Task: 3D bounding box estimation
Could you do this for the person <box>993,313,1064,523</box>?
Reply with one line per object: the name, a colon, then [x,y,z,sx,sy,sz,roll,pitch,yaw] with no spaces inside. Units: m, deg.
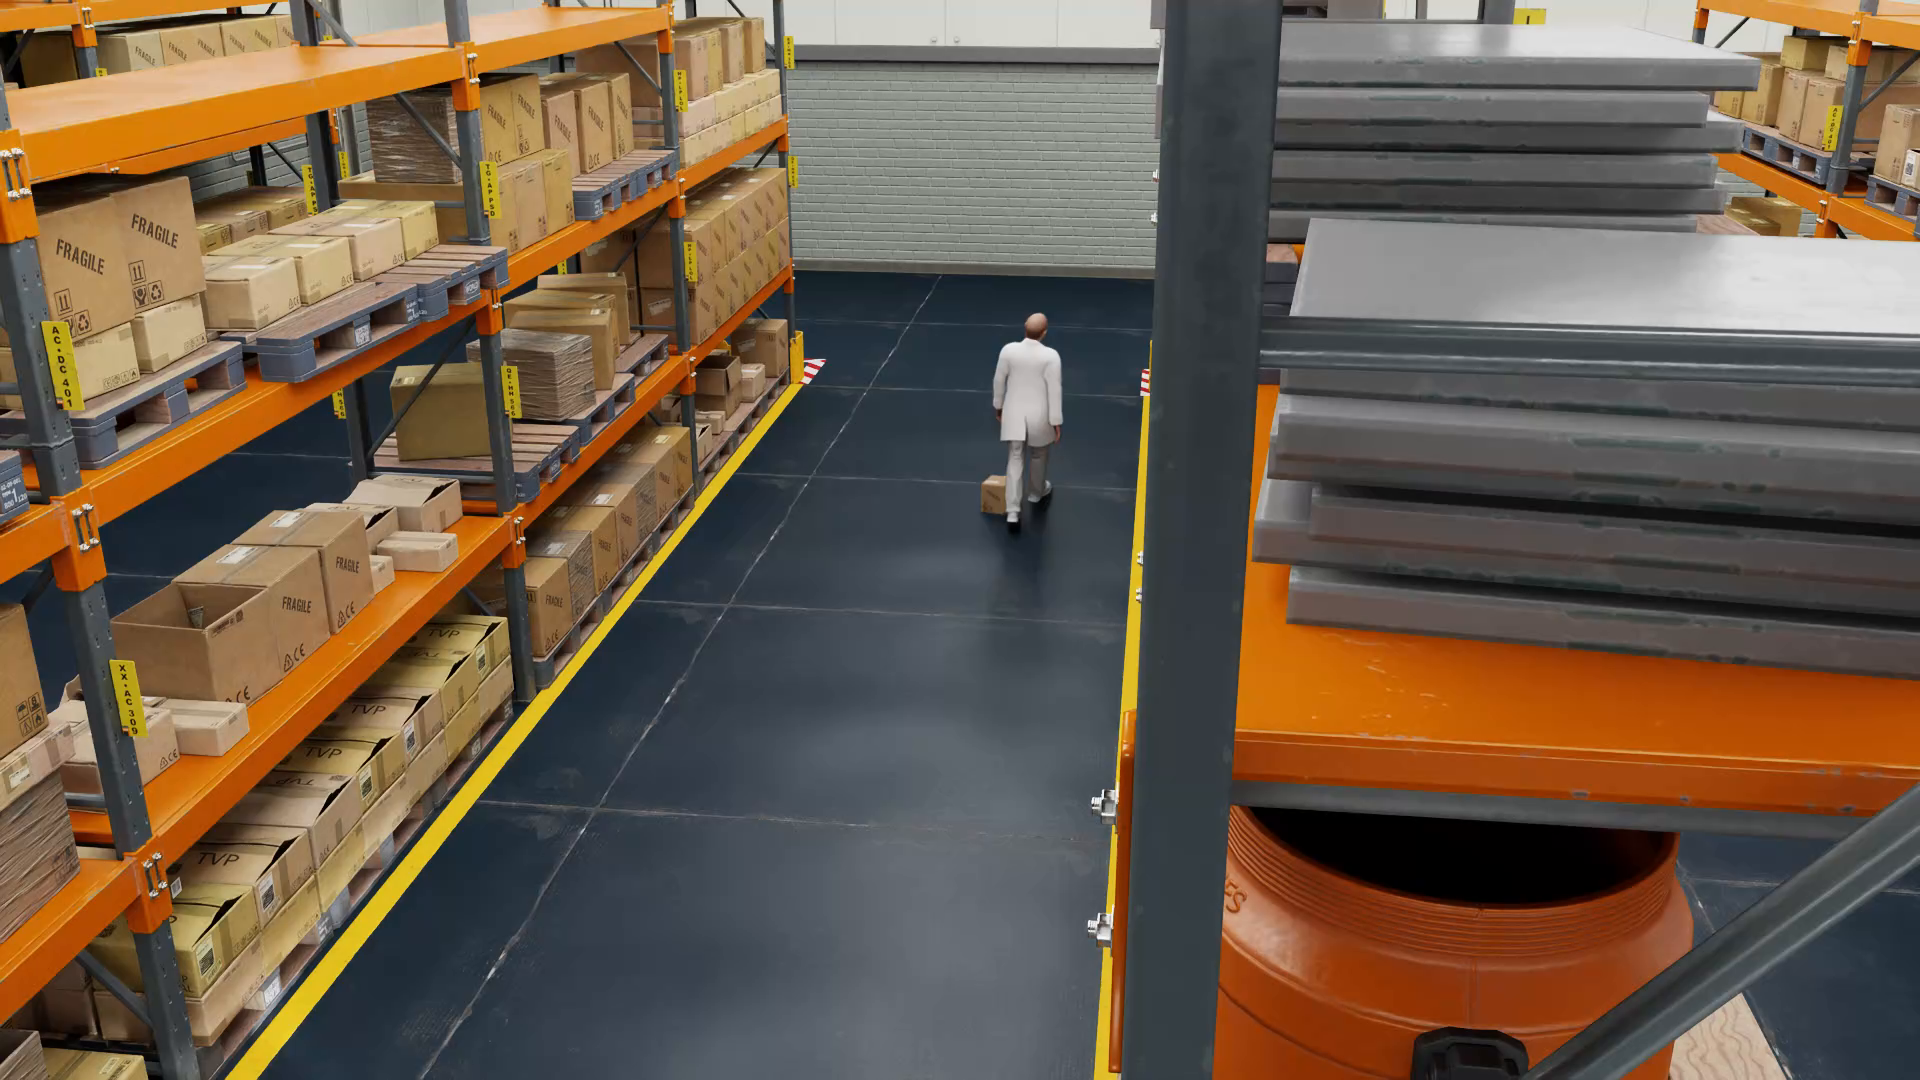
person: [0.575,-1.062,13.883,0.640,1.725,1.092,4,21,11]
